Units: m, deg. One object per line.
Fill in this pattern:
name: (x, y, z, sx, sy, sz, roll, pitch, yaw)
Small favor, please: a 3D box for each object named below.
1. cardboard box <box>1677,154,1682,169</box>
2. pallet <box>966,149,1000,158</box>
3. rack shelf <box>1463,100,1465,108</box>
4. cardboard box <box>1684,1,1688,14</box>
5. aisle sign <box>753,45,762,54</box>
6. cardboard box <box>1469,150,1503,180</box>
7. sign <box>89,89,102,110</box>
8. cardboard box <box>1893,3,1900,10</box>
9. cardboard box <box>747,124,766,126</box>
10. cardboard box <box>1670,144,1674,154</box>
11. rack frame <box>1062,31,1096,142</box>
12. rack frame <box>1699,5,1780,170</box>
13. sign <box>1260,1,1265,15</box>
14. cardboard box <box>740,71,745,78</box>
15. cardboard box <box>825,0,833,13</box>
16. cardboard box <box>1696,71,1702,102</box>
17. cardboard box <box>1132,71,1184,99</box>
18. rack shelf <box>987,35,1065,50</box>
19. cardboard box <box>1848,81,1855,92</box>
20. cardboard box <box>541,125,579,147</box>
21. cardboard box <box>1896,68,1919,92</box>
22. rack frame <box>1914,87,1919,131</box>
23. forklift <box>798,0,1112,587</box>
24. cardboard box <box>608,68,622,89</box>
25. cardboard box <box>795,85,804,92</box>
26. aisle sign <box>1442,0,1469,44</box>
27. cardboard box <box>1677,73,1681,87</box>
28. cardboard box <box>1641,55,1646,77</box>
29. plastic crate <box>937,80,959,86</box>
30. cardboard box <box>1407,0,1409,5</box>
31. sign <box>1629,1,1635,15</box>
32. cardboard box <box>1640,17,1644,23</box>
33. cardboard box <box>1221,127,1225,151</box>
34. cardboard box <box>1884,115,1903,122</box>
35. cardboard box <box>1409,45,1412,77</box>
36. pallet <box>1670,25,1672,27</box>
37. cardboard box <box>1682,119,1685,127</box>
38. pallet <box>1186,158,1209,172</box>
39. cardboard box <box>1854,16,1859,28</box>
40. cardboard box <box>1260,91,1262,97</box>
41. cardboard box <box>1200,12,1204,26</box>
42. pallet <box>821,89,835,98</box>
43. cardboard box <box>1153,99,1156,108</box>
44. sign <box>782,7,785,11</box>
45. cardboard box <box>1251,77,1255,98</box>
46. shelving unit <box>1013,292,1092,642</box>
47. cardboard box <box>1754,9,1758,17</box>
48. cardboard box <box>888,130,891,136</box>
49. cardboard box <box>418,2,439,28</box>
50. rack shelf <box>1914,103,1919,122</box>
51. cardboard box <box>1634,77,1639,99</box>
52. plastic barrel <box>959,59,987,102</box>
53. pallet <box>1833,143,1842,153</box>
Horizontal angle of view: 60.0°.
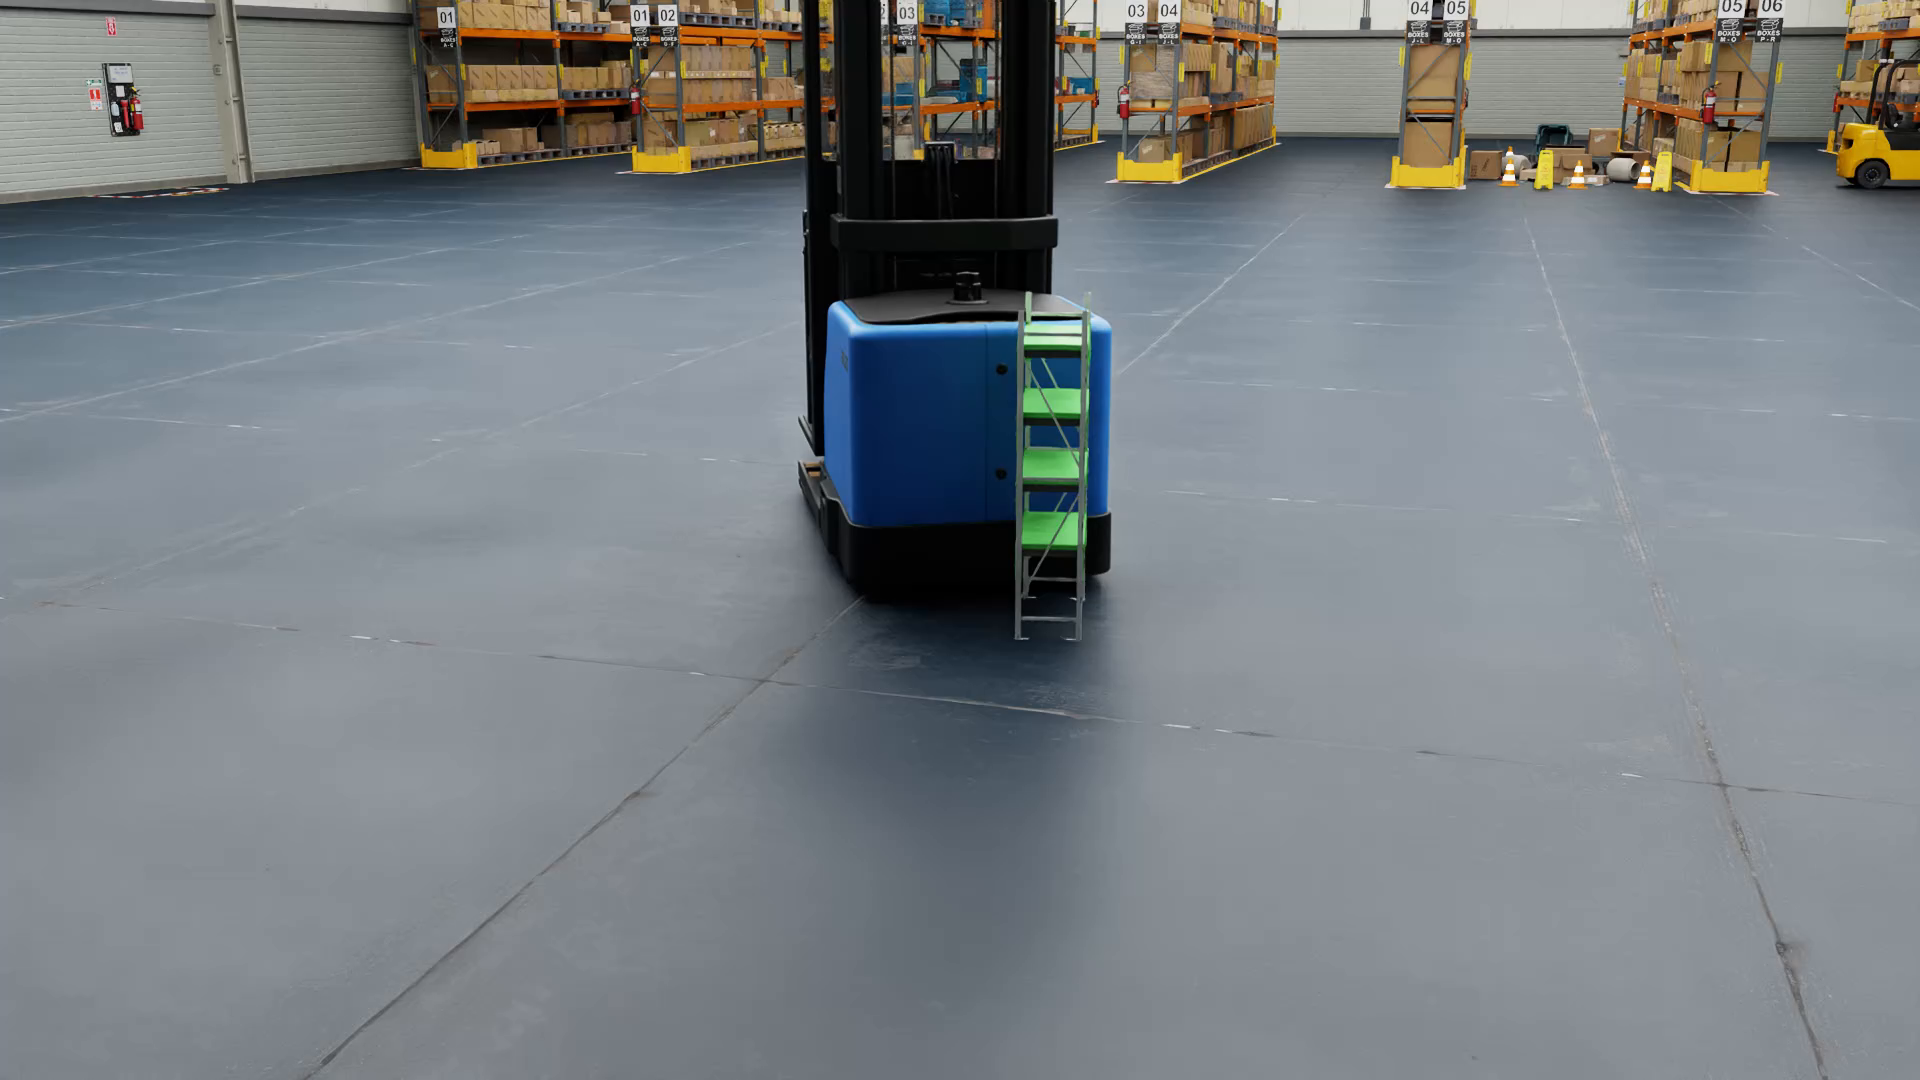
cardboard box: (13.565, -6.997, 30.771, 0.500, 0.250, 0.500, 6, 17, 19)
pallet: (0.413, -8.732, 37.727, 1.003, 0.211, 1.213, 5, 16, 16)
rack shelf: (11.063, -9.973, 38.311, 1.077, 0.370, 4.000, 5, 16, 16)
cardboard box: (14.454, -10.394, 32.486, 0.500, 0.250, 0.500, 5, 17, 17)
aisle sign: (-5.898, -14.698, 48.889, 0.394, 0.787, 0.004, 5, 16, 16)
cardboard box: (9.900, -7.062, 31.307, 0.500, 0.500, 0.500, 8, 18, 25)
sign: (-14.084, -7.184, 27.093, 0.001, 0.329, 0.234, 5, 16, 16)
cardboard box: (20.492, -11.564, 36.069, 0.380, 0.149, 0.250, 4, 16, 15)
cardboard box: (-4.740, -9.474, 38.474, 0.500, 0.311, 0.500, 5, 16, 16)
cardboard box: (14.279, -7.467, 32.204, 0.950, 0.372, 0.625, 5, 17, 17)
rack frame: (3.292, -12.684, 46.551, 1.000, 3.000, 0.127, 5, 16, 16)
rack frame: (12.995, -7.345, 27.729, 1.000, 3.000, 0.127, 5, 16, 16)
sign: (7.427, -13.057, 40.845, 0.100, 0.325, 0.005, 5, 16, 16)
cardboard box: (-4.882, -10.069, 35.958, 0.380, 0.149, 0.250, 4, 16, 14)
cardboard box: (-3.454, -13.195, 40.841, 0.500, 0.500, 0.500, 5, 16, 16)
cardboard box: (13.032, -7.831, 28.711, 0.500, 0.500, 0.500, 5, 16, 16)
cardboard box: (3.677, -8.447, 30.884, 0.875, 0.500, 0.500, 5, 16, 16)
rack shelf: (1.587, -12.211, 40.705, 1.077, 0.370, 4.000, 5, 16, 16)
cardboard box: (21.631, -10.856, 39.835, 0.500, 0.250, 0.500, 4, 16, 15)
cardboard box: (-9.423, -9.516, 39.155, 0.700, 0.500, 0.500, 5, 17, 18)
cardboard box: (20.316, -9.747, 35.239, 0.797, 0.503, 0.637, 4, 16, 15)
rack frame: (20.029, -9.054, 33.754, 1.000, 3.000, 0.127, 5, 16, 16)
forklift: (-0.177, -1.585, 7.547, 1.130, 2.935, 3.031, -3, 16, -10)
cardboard box: (-8.737, -11.347, 40.847, 0.700, 0.500, 0.500, 3, 16, 11)
cardboard box: (-3.875, -10.841, 40.218, 0.500, 0.311, 0.500, 6, 17, 19)
aisle sign: (8.488, -8.912, 28.487, 0.394, 0.787, 0.004, 5, 16, 16)
cardboard box: (14.043, -8.924, 31.796, 0.500, 0.500, 0.500, 4, 16, 15)
cardboard box: (16.005, -10.921, 38.320, 0.500, 0.500, 0.500, 5, 17, 17)
plastic crate: (-0.274, -9.726, 36.004, 0.402, 0.464, 0.583, 5, 16, 16)
cardboard box: (7.990, -9.388, 28.942, 0.380, 0.149, 0.250, 5, 16, 16)
sign: (17.012, -13.478, 42.105, 0.100, 0.325, 0.005, 5, 16, 16)
cardboard box: (17.013, -12.837, 41.100, 0.380, 0.149, 0.250, 5, 17, 18)
cardboard box: (5.596, -9.039, 37.475, 0.700, 0.500, 0.500, 4, 16, 13)
cardboard box: (20.781, -9.411, 37.088, 0.380, 0.149, 0.250, 4, 16, 13)
cardboard box: (8.431, -8.540, 29.686, 0.875, 0.550, 0.550, 5, 16, 16)
pallet: (16.192, -11.592, 37.555, 0.805, 0.209, 1.217, 4, 16, 14)
cardboard box: (13.468, -7.648, 30.502, 0.380, 0.149, 0.250, 5, 17, 18)
pallet: (4.474, -7.640, 33.879, 1.003, 0.211, 1.213, 5, 16, 16)
cardboard box: (21.790, -12.432, 39.895, 0.500, 0.250, 0.500, 5, 17, 17)
cardboard box: (7.456, -11.322, 42.209, 0.380, 0.149, 0.250, 5, 17, 18)
cardboard box: (4.453, -10.122, 32.297, 0.500, 0.250, 0.500, 5, 16, 15)
pallet: (-3.604, -11.066, 41.200, 1.213, 0.211, 1.003, 5, 16, 16)
cardboard box: (3.449, -8.149, 31.022, 0.380, 0.149, 0.250, 5, 16, 16)
sign: (-4.249, -12.710, 40.200, 0.100, 0.325, 0.005, 5, 16, 16)
cardboard box: (6.886, -11.029, 40.533, 0.500, 0.500, 0.500, 5, 17, 18)
shelving unit: (0.342, -0.278, 6.109, 0.258, 1.200, 0.503, 1, 16, 5)
cardboard box: (13.401, -8.729, 27.571, 0.380, 0.149, 0.250, 5, 16, 16)
cardboard box: (-2.030, -11.191, 45.674, 0.380, 0.166, 0.250, 5, 16, 16)
cardboard box: (-10.878, -10.896, 34.530, 0.500, 0.500, 0.500, 6, 17, 20)
rack shelf: (19.461, -8.185, 32.008, 1.077, 0.370, 4.000, 5, 16, 16)
cardboard box: (16.433, -10.809, 39.758, 0.500, 0.500, 0.500, 4, 16, 15)
plastic barrel: (0.282, -9.863, 35.687, 0.600, 0.901, 0.708, 5, 16, 16)
pallet: (22.055, -9.577, 40.708, 1.003, 0.211, 1.213, 5, 16, 16)
